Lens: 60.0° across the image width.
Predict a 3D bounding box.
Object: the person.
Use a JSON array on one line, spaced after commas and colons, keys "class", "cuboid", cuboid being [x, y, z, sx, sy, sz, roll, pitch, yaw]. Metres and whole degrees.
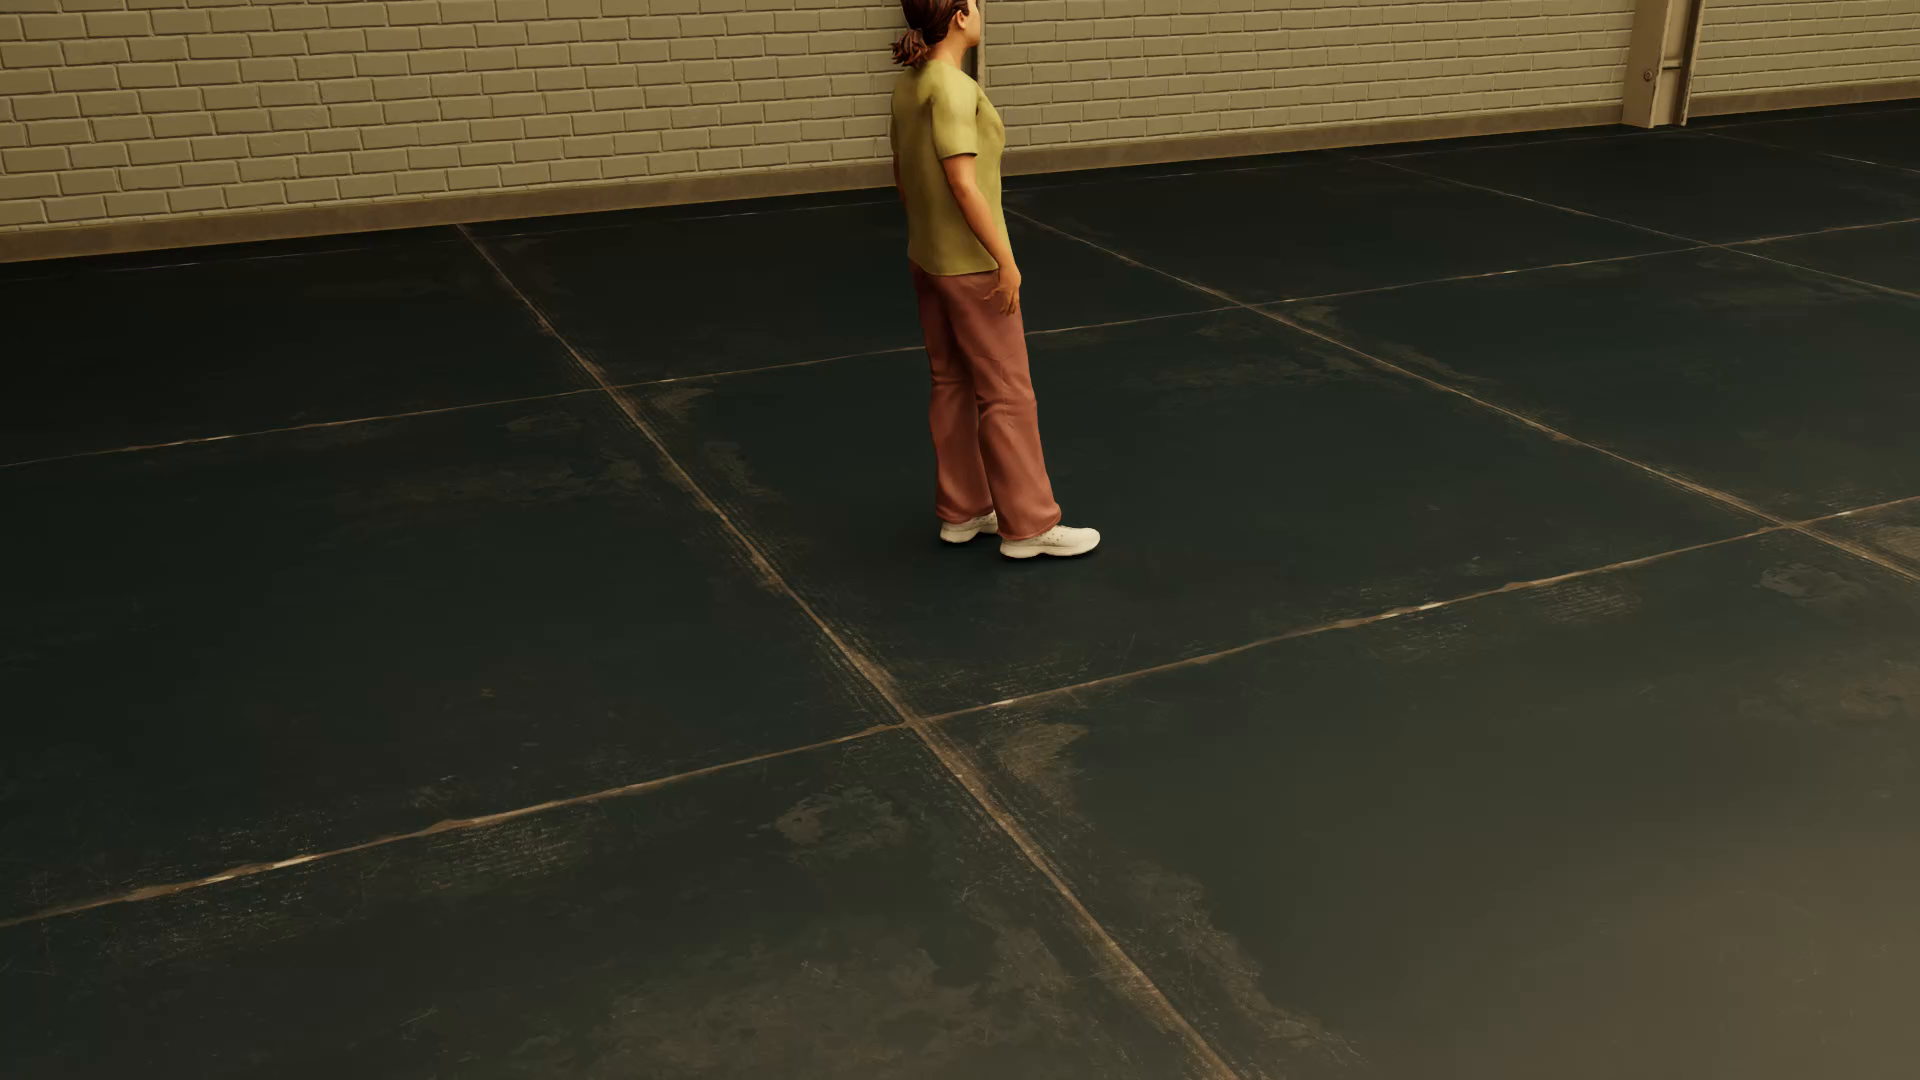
[{"class": "person", "cuboid": [0.072, -0.789, 4.802, 0.548, 1.673, 0.553, -10, 25, -23]}]
